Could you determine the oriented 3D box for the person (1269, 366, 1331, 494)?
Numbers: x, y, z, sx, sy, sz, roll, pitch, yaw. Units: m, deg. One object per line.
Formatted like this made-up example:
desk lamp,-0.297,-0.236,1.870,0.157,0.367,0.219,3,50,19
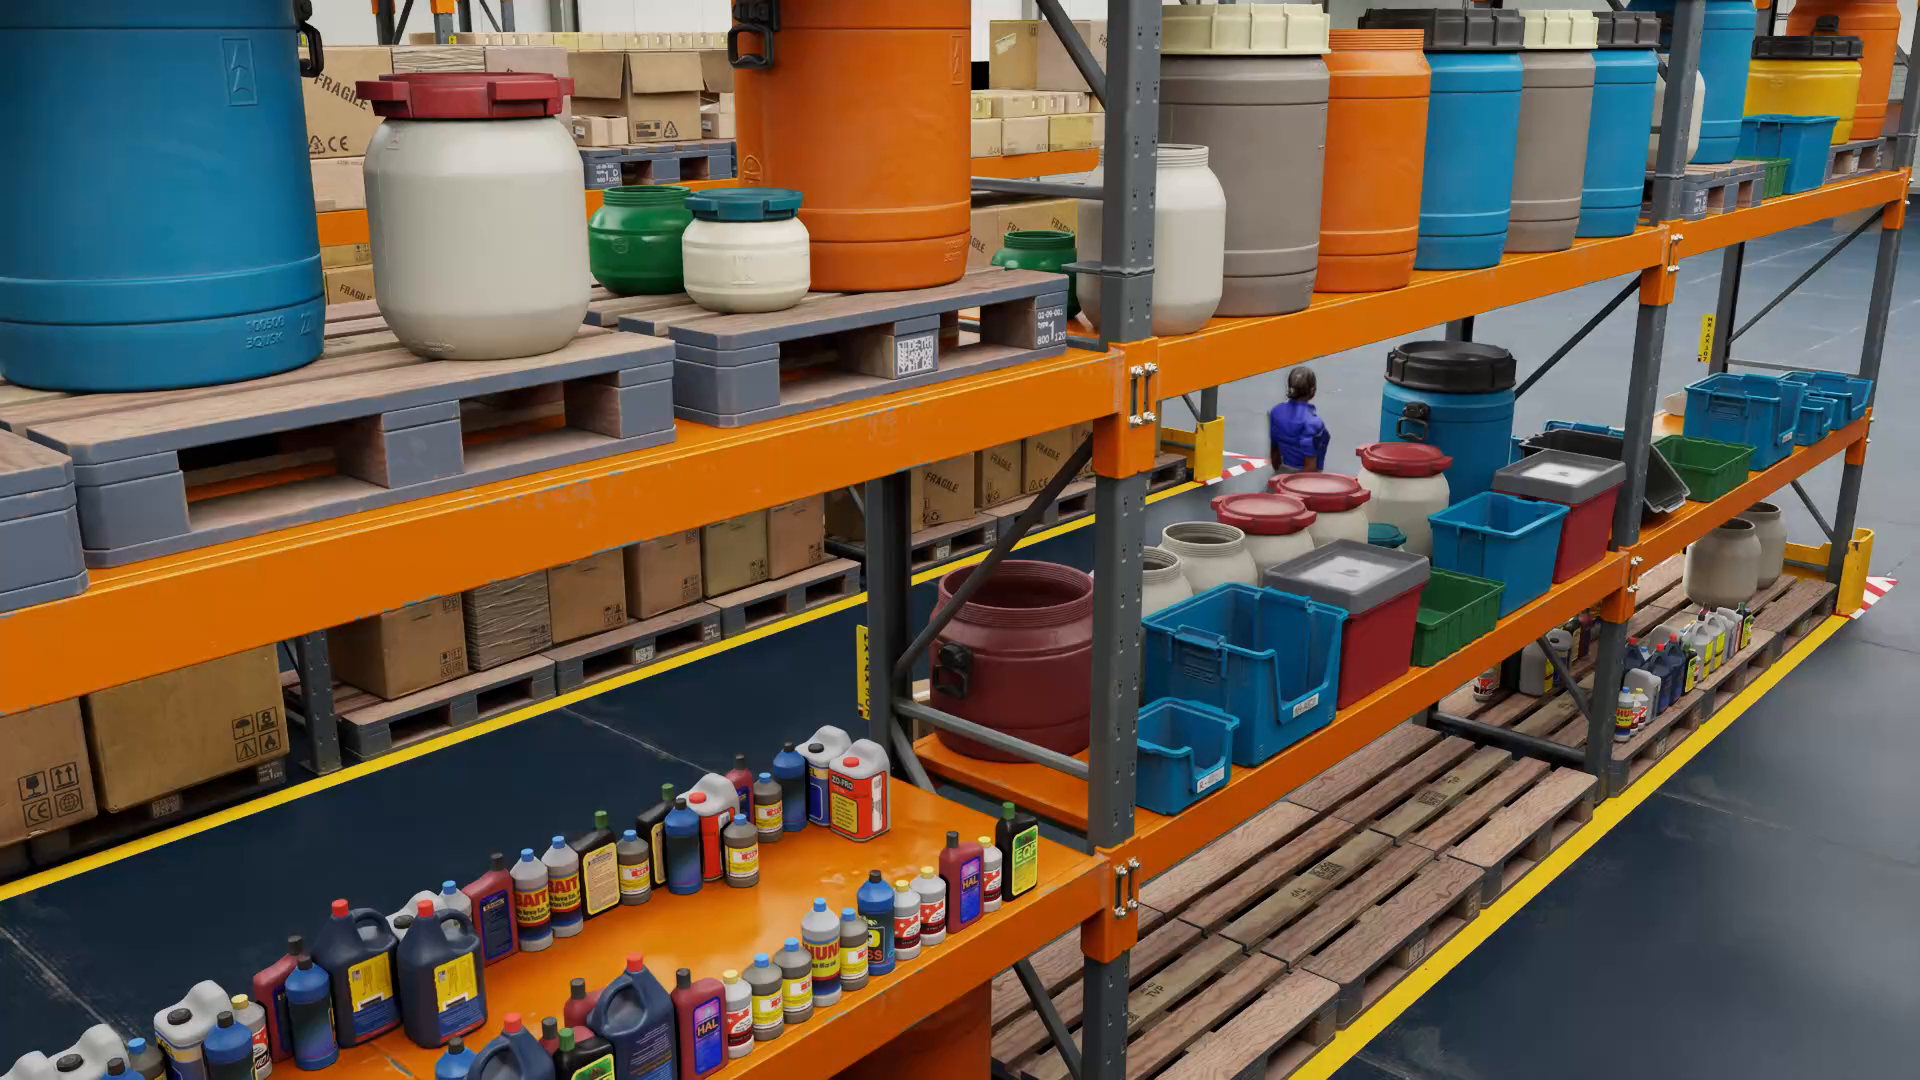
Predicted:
person,2.121,-0.321,10.573,0.927,1.609,0.459,-12,21,-35
